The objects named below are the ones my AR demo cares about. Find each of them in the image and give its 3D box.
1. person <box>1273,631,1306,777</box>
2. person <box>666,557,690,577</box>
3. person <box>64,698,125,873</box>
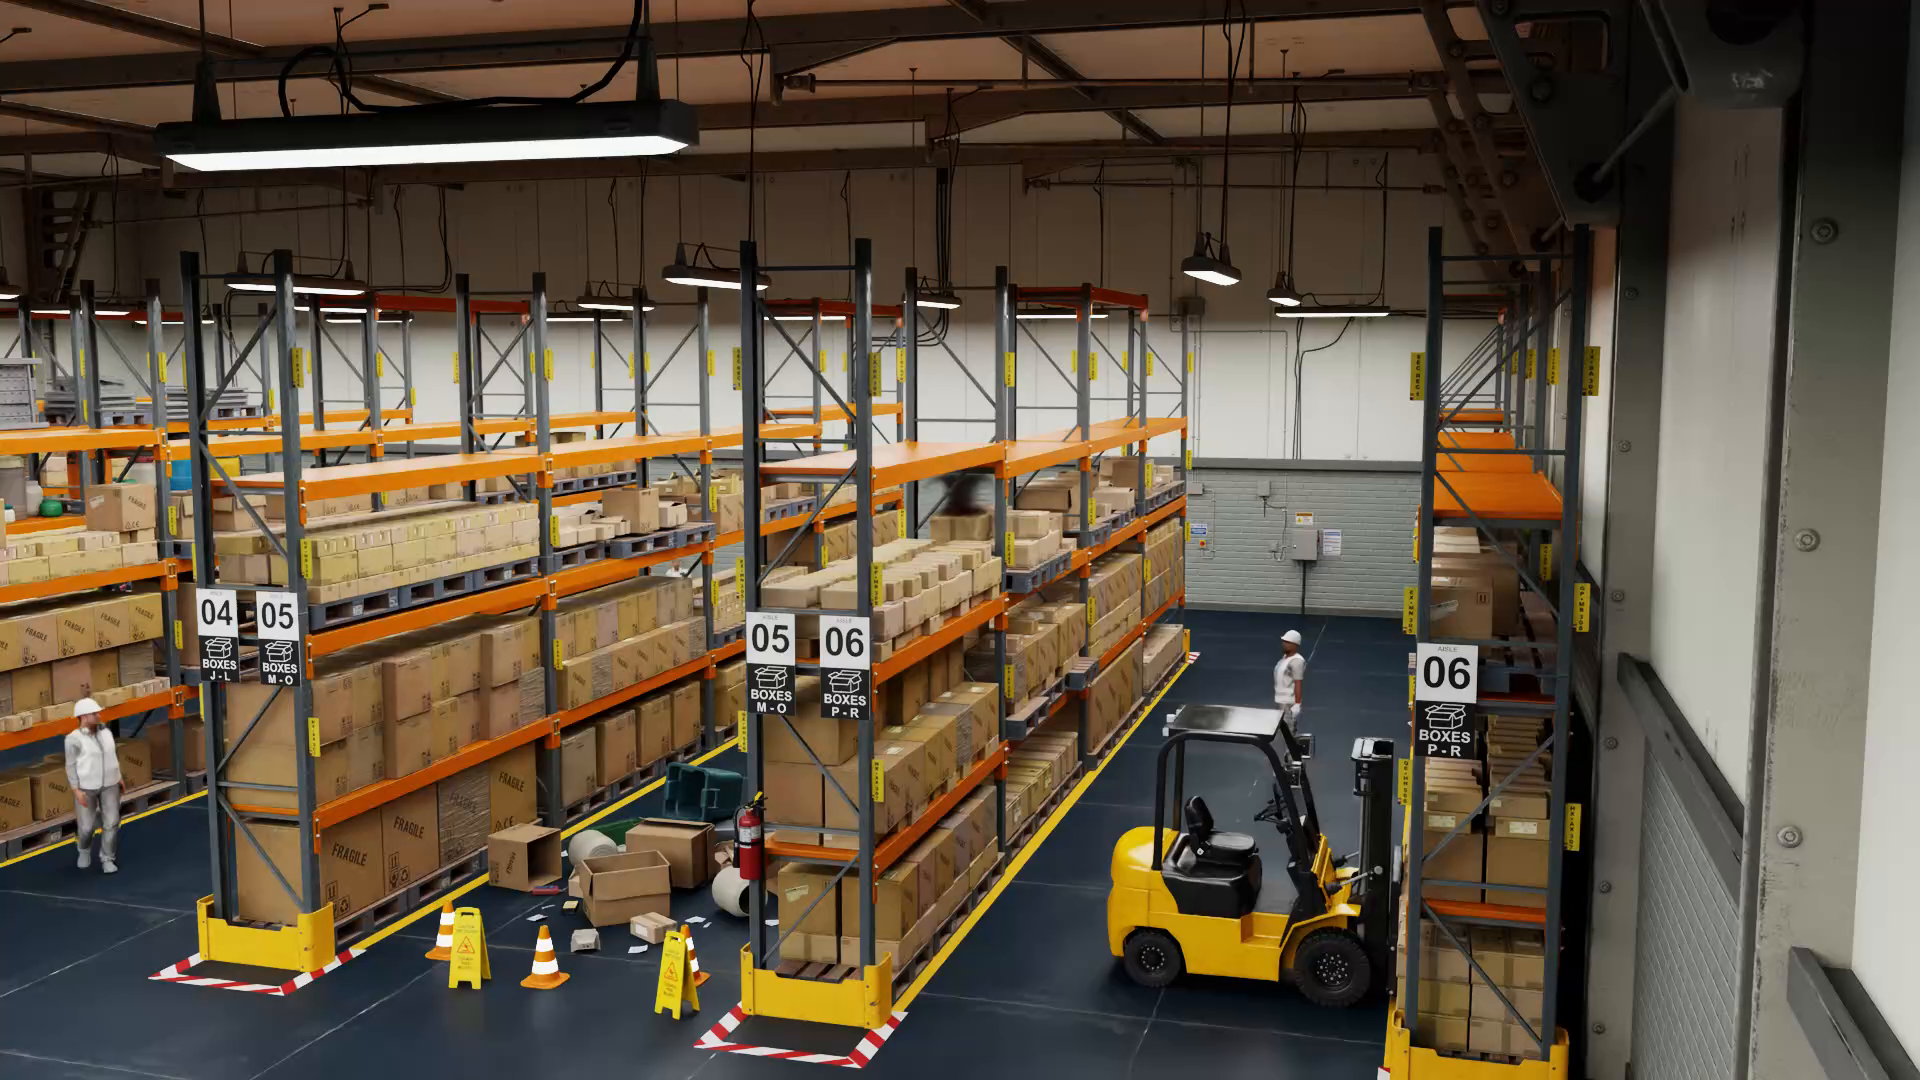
[{"bbox_3d":[4.035,1.999,20.381,0.396,1.786,0.638,2,7,14],"label":"person"},{"bbox_3d":[-5.007,1.046,29.512,0.538,1.638,0.956,1,7,13],"label":"person"},{"bbox_3d":[-8.667,2.451,16.661,0.585,1.770,0.575,6,9,43],"label":"person"}]
